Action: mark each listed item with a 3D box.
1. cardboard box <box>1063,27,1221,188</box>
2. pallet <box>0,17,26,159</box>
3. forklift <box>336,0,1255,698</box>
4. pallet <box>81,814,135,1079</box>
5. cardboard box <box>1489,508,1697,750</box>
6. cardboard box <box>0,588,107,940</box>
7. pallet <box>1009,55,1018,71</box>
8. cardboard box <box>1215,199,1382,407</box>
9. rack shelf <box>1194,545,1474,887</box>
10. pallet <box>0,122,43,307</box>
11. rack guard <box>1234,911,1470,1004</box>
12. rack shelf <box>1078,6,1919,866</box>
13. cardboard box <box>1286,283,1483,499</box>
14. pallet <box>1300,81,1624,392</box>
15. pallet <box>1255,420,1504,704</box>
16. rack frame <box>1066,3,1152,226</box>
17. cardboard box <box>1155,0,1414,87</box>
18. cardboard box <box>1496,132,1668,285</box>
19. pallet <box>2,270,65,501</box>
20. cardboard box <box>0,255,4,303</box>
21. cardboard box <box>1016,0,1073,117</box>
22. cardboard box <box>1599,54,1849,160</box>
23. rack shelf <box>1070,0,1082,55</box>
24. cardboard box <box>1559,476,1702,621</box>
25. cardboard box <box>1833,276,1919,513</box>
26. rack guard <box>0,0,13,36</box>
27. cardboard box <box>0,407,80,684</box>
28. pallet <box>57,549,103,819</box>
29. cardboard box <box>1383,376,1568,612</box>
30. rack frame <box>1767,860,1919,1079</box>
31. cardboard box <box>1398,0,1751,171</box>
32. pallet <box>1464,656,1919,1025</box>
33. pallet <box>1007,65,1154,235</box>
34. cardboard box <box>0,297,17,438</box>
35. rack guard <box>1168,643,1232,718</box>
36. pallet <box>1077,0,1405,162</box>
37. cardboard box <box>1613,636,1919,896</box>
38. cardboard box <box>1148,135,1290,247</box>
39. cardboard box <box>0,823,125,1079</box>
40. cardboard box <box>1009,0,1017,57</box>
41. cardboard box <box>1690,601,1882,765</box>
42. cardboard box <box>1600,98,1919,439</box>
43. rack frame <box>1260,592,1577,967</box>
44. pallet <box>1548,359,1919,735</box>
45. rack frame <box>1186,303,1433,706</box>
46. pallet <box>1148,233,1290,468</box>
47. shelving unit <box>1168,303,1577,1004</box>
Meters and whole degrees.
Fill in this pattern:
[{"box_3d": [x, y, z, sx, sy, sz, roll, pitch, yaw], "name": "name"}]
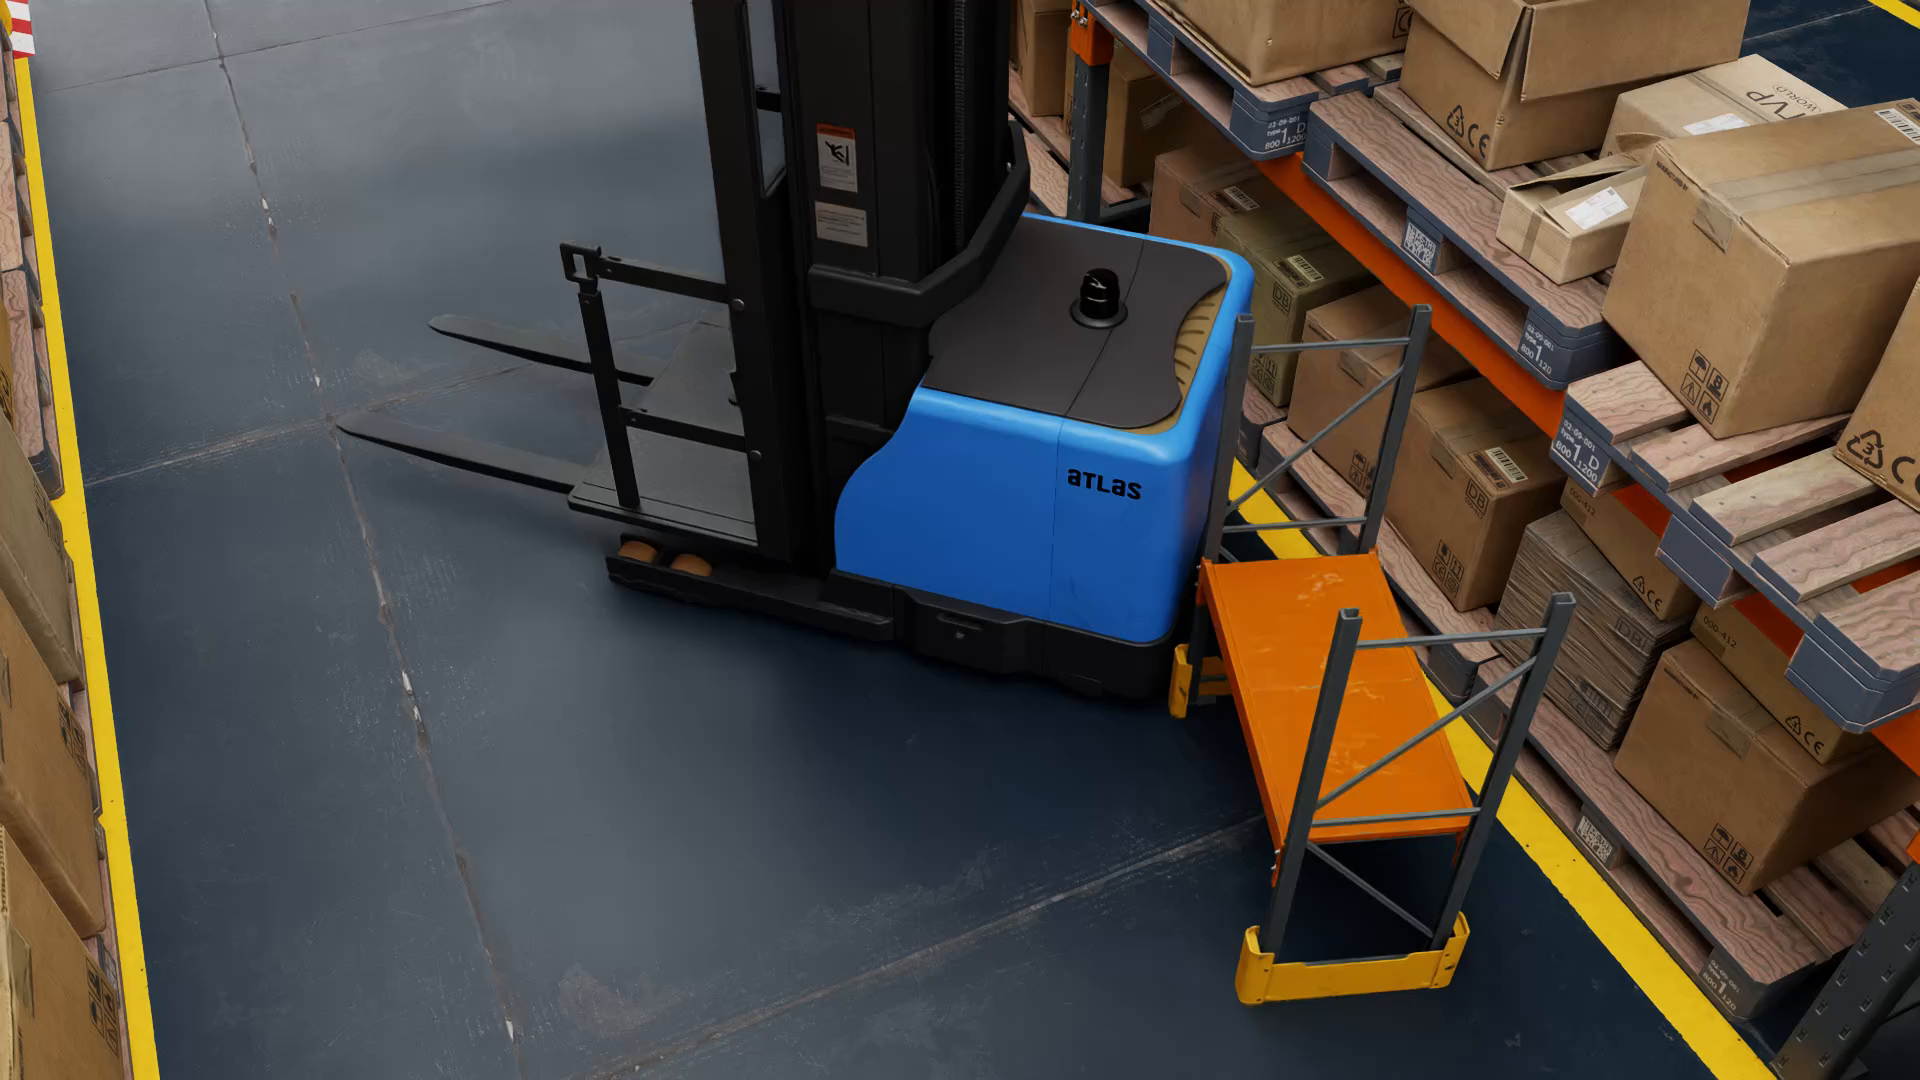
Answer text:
[{"box_3d": [0.780, -1.874, 6.995, 0.500, 0.500, 0.500, -19, 48, -19], "name": "cardboard box"}, {"box_3d": [-4.905, -2.017, 7.644, 1.003, 0.211, 1.213, -18, 47, -17], "name": "pallet"}, {"box_3d": [-0.654, -1.171, 4.850, 3.031, 2.935, 1.130, 13, 46, 13], "name": "forklift"}, {"box_3d": [-2.721, 1.293, 4.289, 1.003, 0.211, 1.213, -18, 47, -17], "name": "pallet"}, {"box_3d": [2.049, 0.164, 4.915, 0.700, 0.500, 0.500, -22, 49, -21], "name": "cardboard box"}, {"box_3d": [-2.886, 0.689, 4.219, 1.050, 0.750, 0.750, -18, 47, -17], "name": "cardboard box"}, {"box_3d": [0.081, -2.551, 8.185, 1.003, 0.211, 1.213, -18, 47, -17], "name": "pallet"}, {"box_3d": [1.334, -0.907, 6.001, 0.700, 0.500, 0.500, -18, 47, -18], "name": "cardboard box"}, {"box_3d": [0.994, 0.444, 4.489, 0.538, 0.185, 1.000, -4, 45, -4], "name": "rack shelf"}, {"box_3d": [-4.396, -1.241, 6.858, 1.003, 0.211, 1.213, -18, 47, -17], "name": "pallet"}, {"box_3d": [1.042, 1.115, 4.442, 0.587, 0.250, 0.087, -4, 45, -4], "name": "rack guard"}, {"box_3d": [1.753, -0.817, 4.955, 1.077, 0.370, 4.000, -18, 47, -17], "name": "rack shelf"}, {"box_3d": [1.570, -0.551, 5.639, 0.700, 0.500, 0.500, -22, 49, -21], "name": "cardboard box"}, {"box_3d": [1.724, -0.980, 4.744, 1.003, 0.211, 1.213, -18, 47, -17], "name": "pallet"}, {"box_3d": [1.758, -0.081, 5.682, 1.003, 0.211, 1.213, -18, 47, -17], "name": "pallet"}, {"box_3d": [0.912, -2.348, 5.994, 1.000, 3.000, 0.127, -18, 47, -17], "name": "rack frame"}, {"box_3d": [1.119, -2.163, 5.081, 1.000, 1.000, 1.000, -18, 47, -17], "name": "cardboard box"}, {"box_3d": [1.648, -0.883, 4.306, 0.396, 0.266, 0.258, -19, 48, -19], "name": "cardboard box"}, {"box_3d": [-3.880, -0.462, 6.068, 1.003, 0.211, 1.213, -18, 47, -17], "name": "pallet"}, {"box_3d": [-4.214, -1.335, 6.181, 0.875, 0.875, 0.875, -18, 47, -17], "name": "cardboard box"}, {"box_3d": [0.532, -2.237, 7.362, 0.500, 0.500, 0.500, -5, 45, -5], "name": "cardboard box"}, {"box_3d": [2.098, -1.031, 4.467, 0.500, 0.250, 0.500, -19, 48, -19], "name": "cardboard box"}, {"box_3d": [0.071, -3.366, 7.538, 1.077, 0.370, 4.000, -18, 47, -17], "name": "rack shelf"}, {"box_3d": [2.053, -0.086, 4.634, 0.500, 0.250, 0.500, -13, 46, -13], "name": "cardboard box"}, {"box_3d": [2.330, -0.316, 3.565, 0.500, 0.500, 0.500, -24, 49, -22], "name": "cardboard box"}, {"box_3d": [-5.323, -2.622, 8.051, 1.175, 0.500, 0.348, -18, 47, -17], "name": "rack guard"}, {"box_3d": [-3.288, 0.073, 4.843, 1.050, 0.750, 0.750, -18, 47, -18], "name": "cardboard box"}, {"box_3d": [-3.238, 0.515, 5.078, 1.003, 0.211, 1.213, -18, 47, -17], "name": "pallet"}, {"box_3d": [1.804, -0.196, 5.279, 0.700, 0.500, 0.500, -14, 46, -14], "name": "cardboard box"}, {"box_3d": [2.594, 0.201, 3.410, 1.000, 3.000, 0.127, -18, 47, -17], "name": "rack frame"}, {"box_3d": [1.725, -1.457, 4.718, 0.797, 0.503, 0.637, -14, 46, -13], "name": "cardboard box"}, {"box_3d": [2.267, 0.695, 4.895, 1.003, 0.211, 1.213, -18, 47, -17], "name": "pallet"}, {"box_3d": [0.597, -1.773, 7.396, 1.003, 0.211, 1.213, -18, 47, -17], "name": "pallet"}, {"box_3d": [-3.832, -0.762, 5.600, 0.875, 0.875, 0.875, -17, 47, -17], "name": "cardboard box"}, {"box_3d": [0.948, 0.419, 5.148, 0.587, 0.250, 0.087, -4, 45, -4], "name": "rack guard"}, {"box_3d": [1.101, -1.750, 5.524, 1.003, 0.211, 1.213, -18, 47, -17], "name": "pallet"}, {"box_3d": [2.294, 0.513, 4.561, 0.700, 0.500, 0.500, -20, 48, -19], "name": "cardboard box"}, {"box_3d": [1.151, -1.217, 6.314, 0.700, 0.500, 0.500, -22, 49, -20], "name": "cardboard box"}, {"box_3d": [-2.494, 1.282, 3.618, 1.050, 0.750, 0.750, -17, 47, -17], "name": "cardboard box"}, {"box_3d": [0.200, -2.609, 7.740, 0.500, 0.500, 0.500, -22, 49, -21], "name": "cardboard box"}, {"box_3d": [2.285, 0.249, 4.294, 0.500, 0.250, 0.500, -16, 47, -16], "name": "cardboard box"}, {"box_3d": [2.005, -0.642, 3.895, 0.700, 0.500, 0.500, -12, 46, -12], "name": "cardboard box"}, {"box_3d": [1.042, 0.671, 4.002, 0.500, 1.500, 0.032, -4, 45, -4], "name": "rack frame"}, {"box_3d": [2.198, -0.153, 3.906, 1.213, 0.211, 1.003, -18, 47, -17], "name": "pallet"}, {"box_3d": [0.946, -0.040, 4.723, 0.500, 1.500, 0.032, -4, 45, -4], "name": "rack frame"}, {"box_3d": [1.241, -0.859, 6.471, 1.003, 0.211, 1.213, -18, 47, -17], "name": "pallet"}, {"box_3d": [0.995, 0.322, 4.356, 0.587, 1.500, 1.083, -4, 45, -4], "name": "shelving unit"}]
